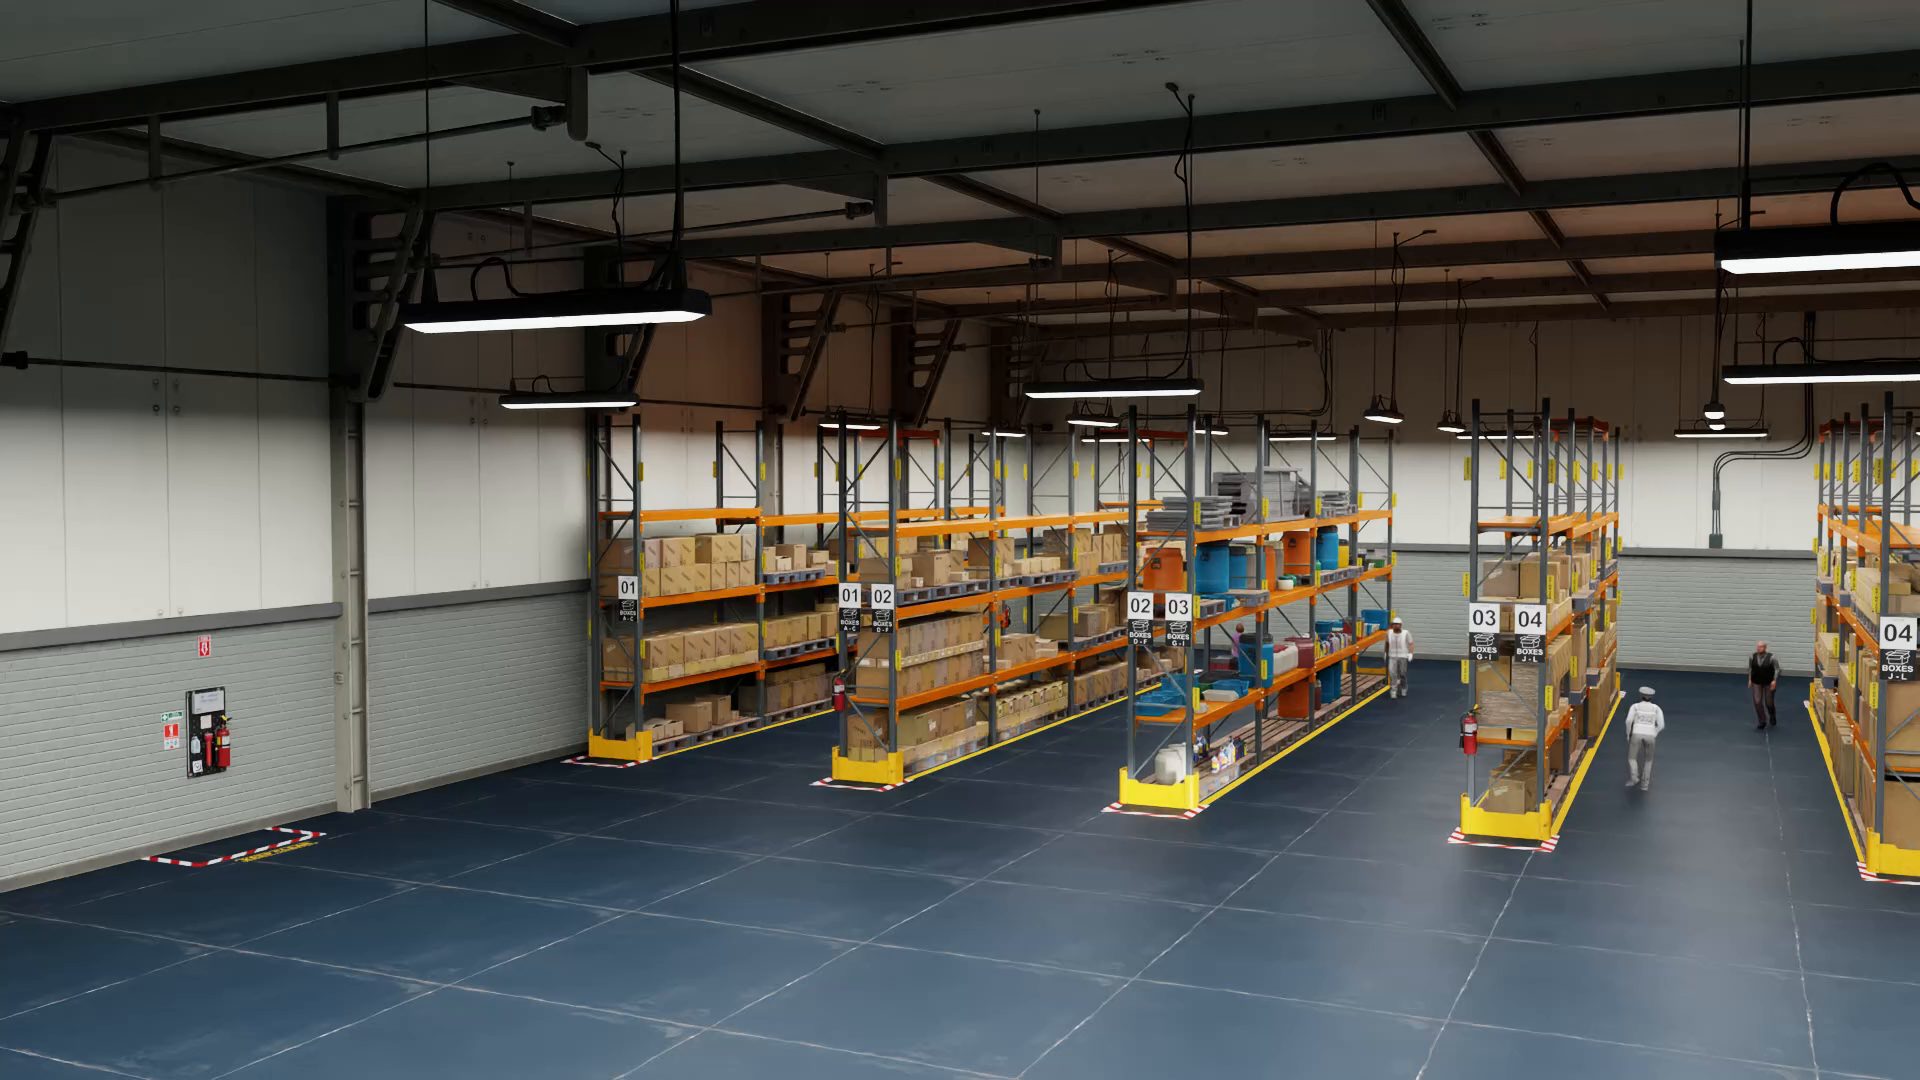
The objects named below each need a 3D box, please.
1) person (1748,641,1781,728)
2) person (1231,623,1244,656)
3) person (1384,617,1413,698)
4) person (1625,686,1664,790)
[{"bbox_3d":[15.773,2.818,32.577,0.602,1.703,0.609,2,3,41],"label":"person"},{"bbox_3d":[6.288,2.671,37.391,0.462,1.595,0.469,2,3,34],"label":"person"},{"bbox_3d":[9.689,2.600,36.781,0.664,1.777,0.862,1,3,24],"label":"person"},{"bbox_3d":[10.775,3.134,26.180,0.565,1.589,0.715,1,3,25],"label":"person"}]
